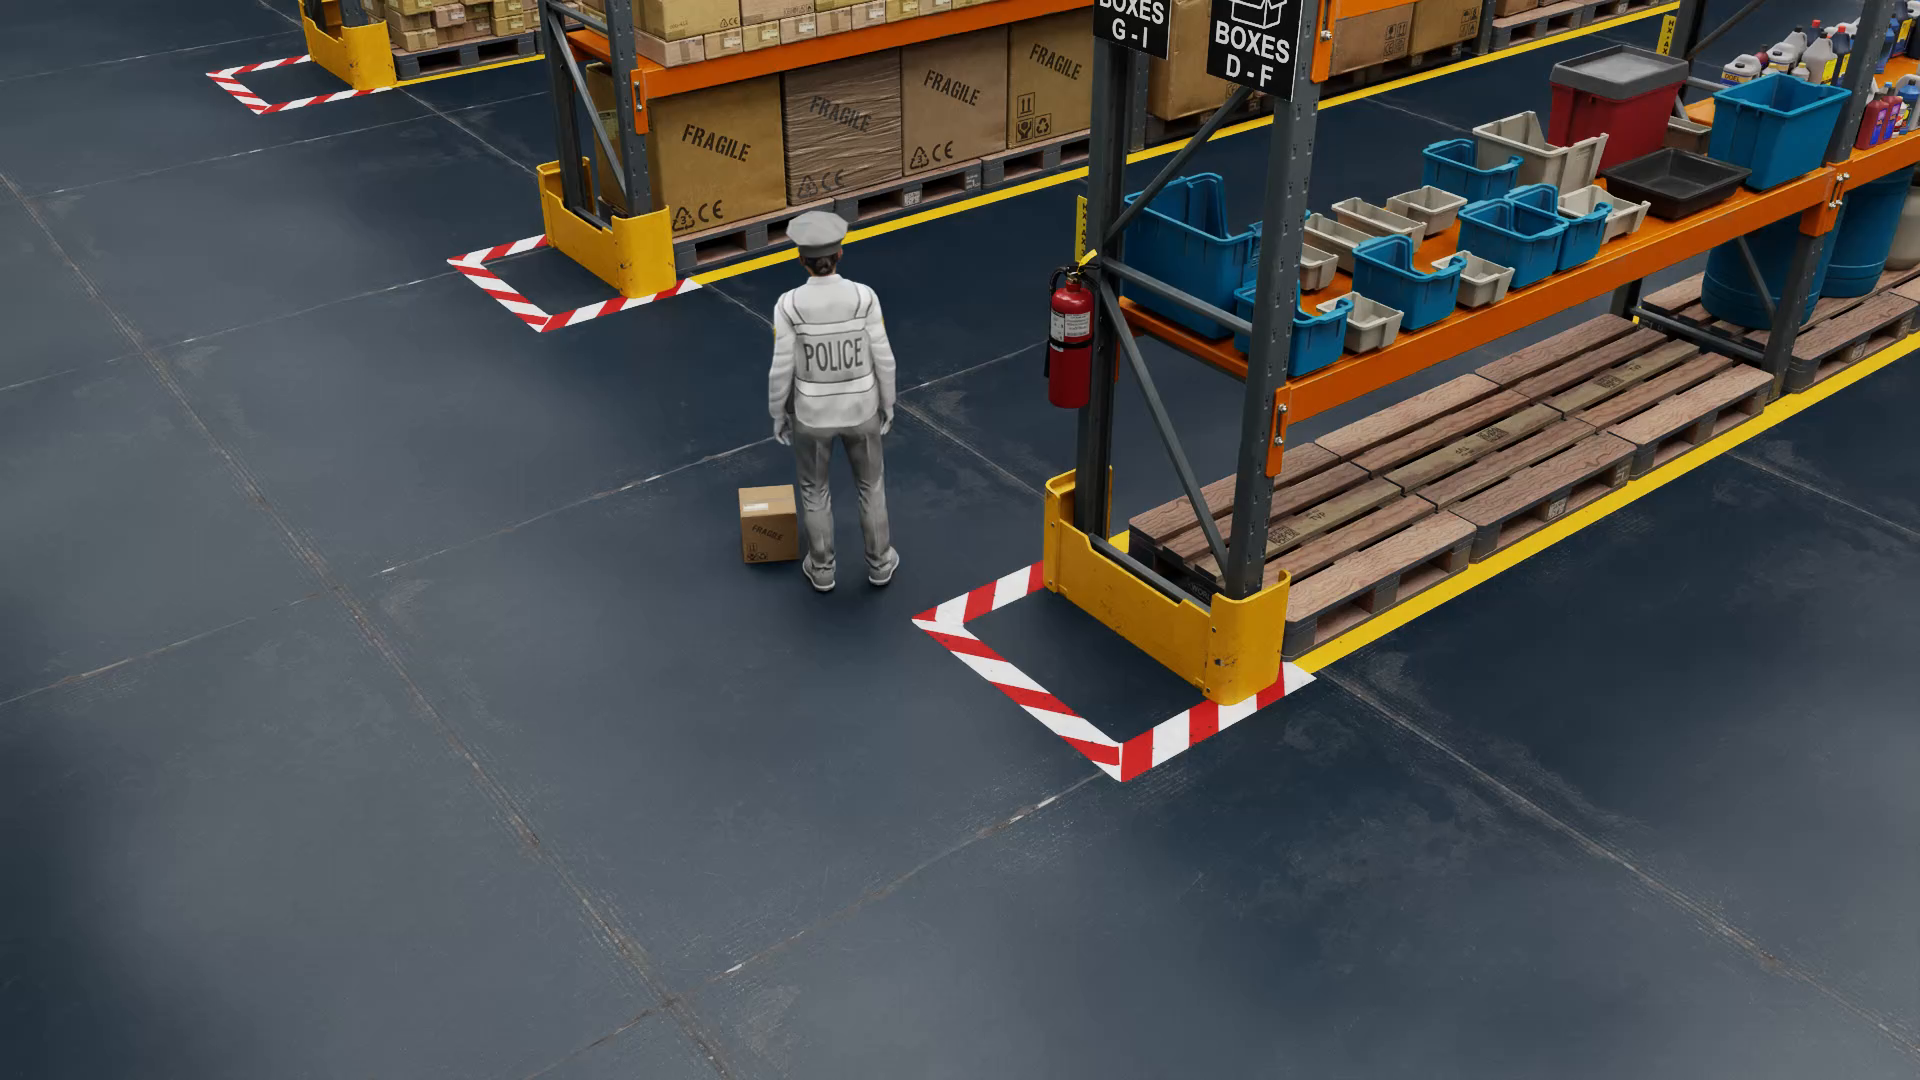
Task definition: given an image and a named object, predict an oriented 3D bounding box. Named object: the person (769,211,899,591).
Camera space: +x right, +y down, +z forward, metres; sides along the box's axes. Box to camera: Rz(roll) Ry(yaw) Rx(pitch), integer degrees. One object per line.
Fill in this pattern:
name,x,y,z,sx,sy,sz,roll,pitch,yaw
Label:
person,-0.529,-0.535,6.978,0.544,1.662,0.376,-6,33,-9
